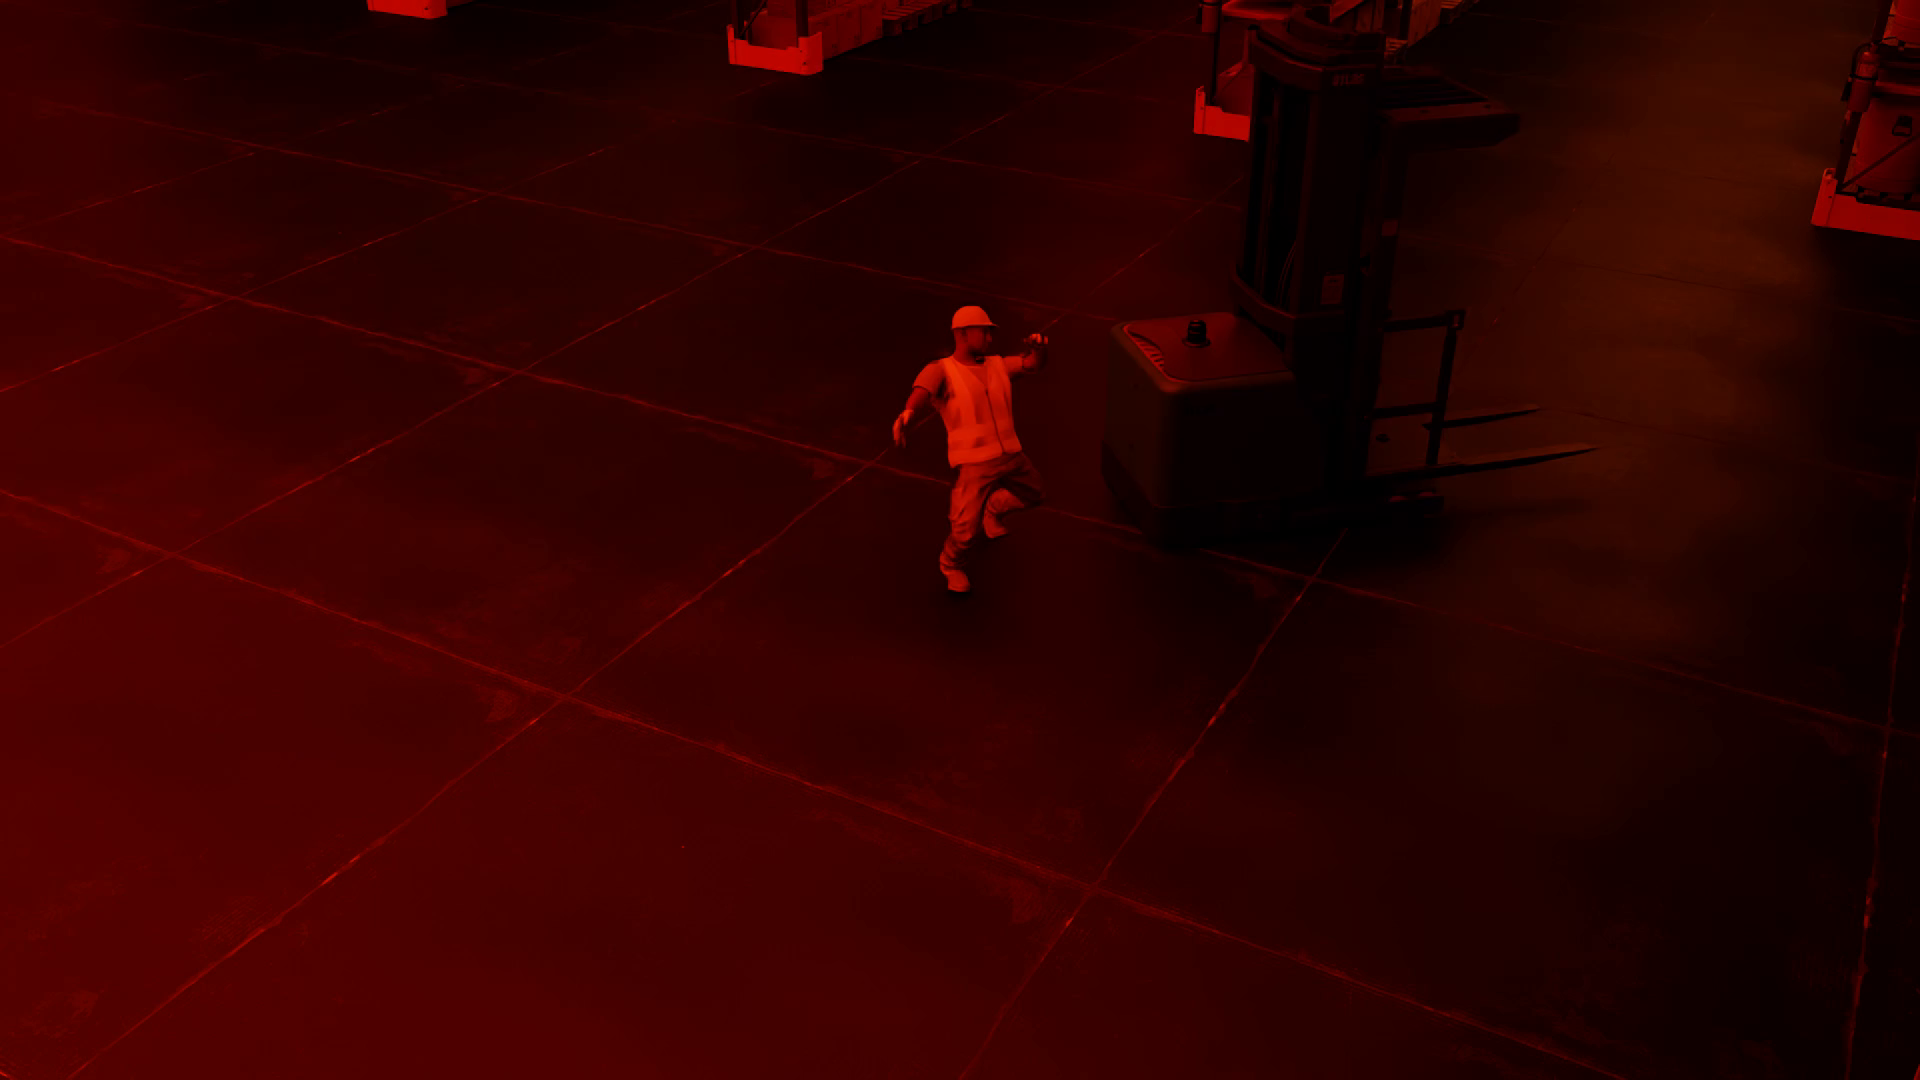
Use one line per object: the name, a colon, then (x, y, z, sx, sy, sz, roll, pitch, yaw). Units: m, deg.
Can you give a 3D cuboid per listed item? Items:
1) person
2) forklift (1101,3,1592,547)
person: (0.008, -0.440, 9.175, 1.131, 1.553, 0.746, -26, 39, -37)
forklift: (2.473, -1.624, 9.884, 3.031, 2.935, 1.130, -8, 31, -13)
